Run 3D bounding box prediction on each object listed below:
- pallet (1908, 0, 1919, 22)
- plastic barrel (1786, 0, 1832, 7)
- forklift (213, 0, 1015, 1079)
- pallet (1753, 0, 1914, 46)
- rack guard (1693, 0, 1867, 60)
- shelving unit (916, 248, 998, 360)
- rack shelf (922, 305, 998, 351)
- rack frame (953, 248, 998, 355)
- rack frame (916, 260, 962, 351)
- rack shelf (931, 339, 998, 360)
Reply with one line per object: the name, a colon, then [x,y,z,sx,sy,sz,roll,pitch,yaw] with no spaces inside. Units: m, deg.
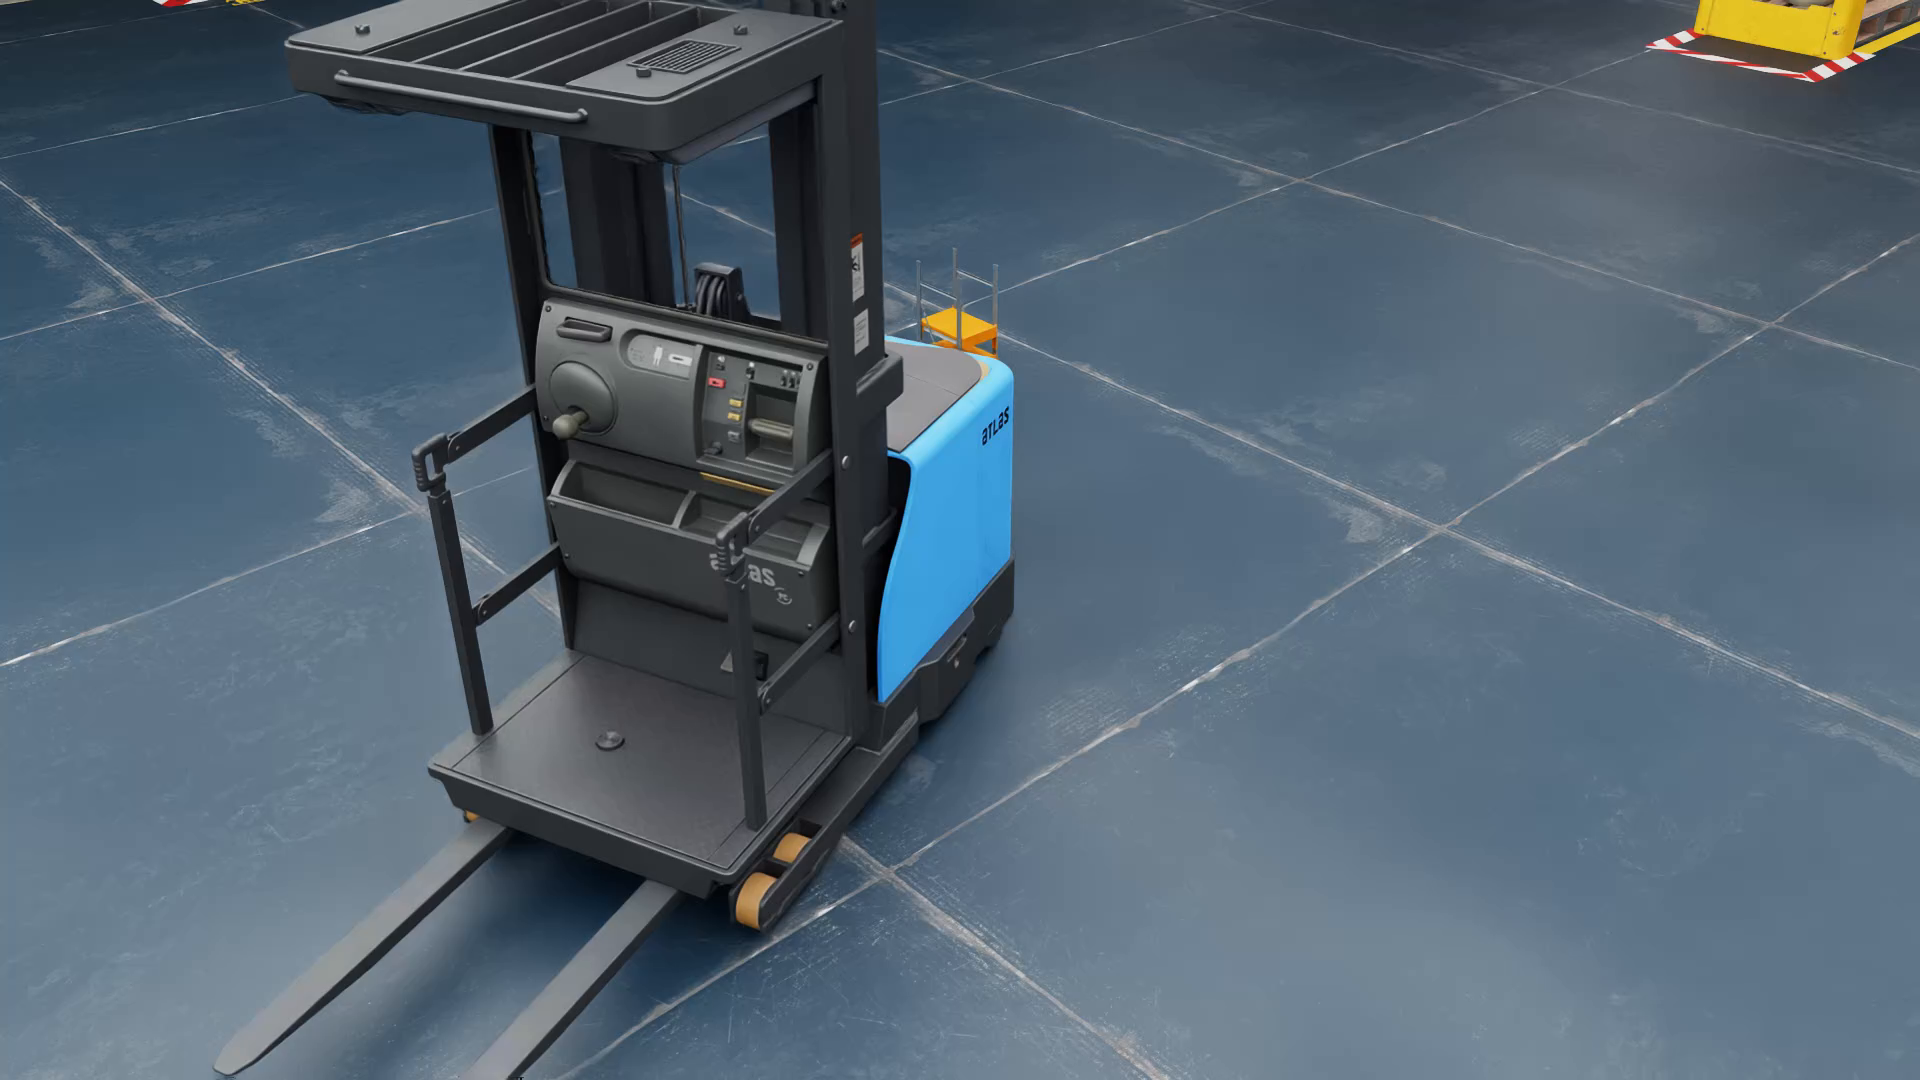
pallet: [7.944,-4.768,14.345,1.213,0.211,1.003,-26,40,-35]
plastic barrel: [6.858,-4.576,13.341,0.421,0.512,0.421,0,31,0]
forklift: [-0.905,-0.370,4.546,1.130,2.935,3.031,14,34,22]
pallet: [7.050,-4.337,13.641,1.213,0.211,1.003,-26,40,-35]
rack guard: [6.451,-4.174,13.097,0.348,0.500,1.175,-26,40,-35]
shelving unit: [-0.011,-0.507,6.429,0.189,1.200,0.258,-26,40,-35]
rack shelf: [-0.011,-0.776,6.264,0.180,0.103,0.258,-26,40,-35]
rack frame: [0.056,-0.539,6.482,0.006,1.200,0.240,-26,40,-35]
rack frame: [-0.078,-0.474,6.376,0.006,1.200,0.240,-26,40,-35]
rack shelf: [-0.011,-0.674,6.327,0.180,0.103,0.258,-26,40,-35]
